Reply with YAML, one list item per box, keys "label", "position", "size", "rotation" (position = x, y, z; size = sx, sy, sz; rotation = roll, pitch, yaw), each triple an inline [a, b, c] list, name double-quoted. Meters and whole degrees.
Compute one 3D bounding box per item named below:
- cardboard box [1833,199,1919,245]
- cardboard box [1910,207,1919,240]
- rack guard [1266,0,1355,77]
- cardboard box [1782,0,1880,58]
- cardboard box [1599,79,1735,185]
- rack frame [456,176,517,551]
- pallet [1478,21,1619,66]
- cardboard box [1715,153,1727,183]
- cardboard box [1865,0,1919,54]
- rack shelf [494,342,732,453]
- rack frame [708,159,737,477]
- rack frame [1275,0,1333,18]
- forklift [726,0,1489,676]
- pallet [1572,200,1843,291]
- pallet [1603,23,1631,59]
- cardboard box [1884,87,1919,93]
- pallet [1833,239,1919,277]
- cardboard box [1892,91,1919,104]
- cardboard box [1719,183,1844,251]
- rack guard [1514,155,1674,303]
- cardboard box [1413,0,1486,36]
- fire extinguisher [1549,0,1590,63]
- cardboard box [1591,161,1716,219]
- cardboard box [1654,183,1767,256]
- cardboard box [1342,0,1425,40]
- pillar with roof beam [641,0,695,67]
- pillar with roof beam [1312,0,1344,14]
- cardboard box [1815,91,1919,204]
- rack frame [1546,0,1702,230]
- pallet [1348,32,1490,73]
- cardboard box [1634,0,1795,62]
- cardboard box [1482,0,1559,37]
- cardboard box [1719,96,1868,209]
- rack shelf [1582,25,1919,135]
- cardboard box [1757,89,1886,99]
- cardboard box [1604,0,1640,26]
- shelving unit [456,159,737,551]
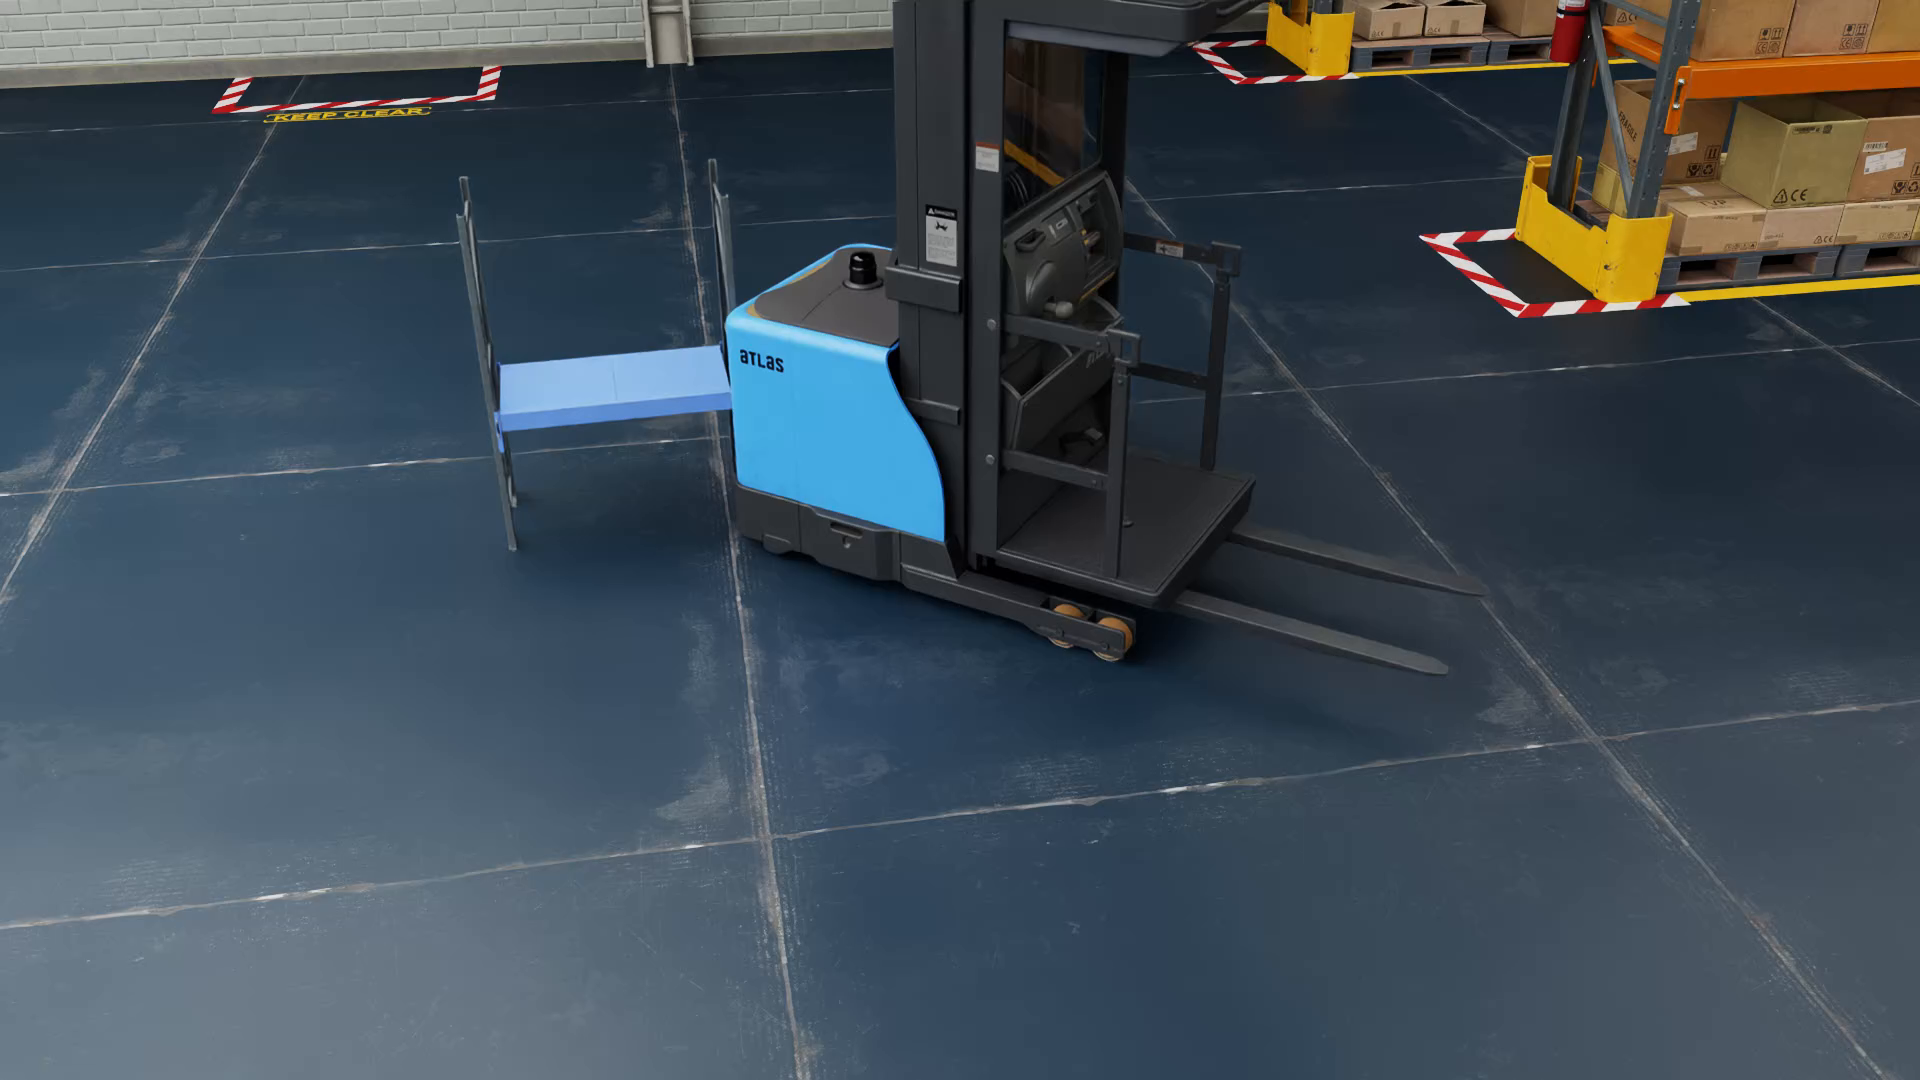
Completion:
- label: "cardboard box"
  position: [5.342, -1.987, 9.967]
  size: [0.500, 0.250, 0.500]
  rotation: [-5, 31, -9]
- label: "cardboard box"
  position: [5.835, -2.030, 10.041]
  size: [0.500, 0.250, 0.500]
  rotation: [-5, 31, -9]
- label: "rack guard"
  position: [2.970, -4.359, 14.169]
  size: [0.348, 0.500, 1.175]
  rotation: [-5, 31, -9]
- label: "cardboard box"
  position: [4.769, -3.089, 9.446]
  size: [0.500, 0.500, 0.700]
  rotation: [-5, 31, -8]
- label: "cardboard box"
  position: [4.265, -2.476, 10.060]
  size: [0.500, 0.500, 0.500]
  rotation: [-5, 31, -9]
- label: "rack frame"
  position: [-1.982, -0.723, 7.001]
  size: [0.032, 1.500, 0.500]
  rotation: [-7, 31, -11]
- label: "pallet"
  position: [4.973, -4.400, 14.525]
  size: [1.213, 0.211, 1.003]
  rotation: [-5, 31, -9]
- label: "cardboard box"
  position: [4.756, -2.203, 10.336]
  size: [0.500, 0.250, 0.500]
  rotation: [-5, 31, -9]
- label: "cardboard box"
  position: [5.258, -3.132, 9.518]
  size: [0.500, 0.500, 0.700]
  rotation: [-5, 31, -9]
- label: "rack shelf"
  position: [-1.487, -0.627, 7.191]
  size: [1.000, 0.185, 0.538]
  rotation: [-7, 31, -11]
- label: "rack frame"
  position: [-0.992, -0.840, 7.199]
  size: [0.032, 1.500, 0.500]
  rotation: [-7, 31, -11]
- label: "rack frame"
  position: [2.896, -5.429, 13.524]
  size: [0.127, 3.000, 1.000]
  rotation: [-5, 31, -9]
- label: "forklift"
  position: [0.579, -1.102, 6.233]
  size: [3.031, 2.935, 1.130]
  rotation: [16, 34, 25]
- label: "pallet"
  position: [4.536, -1.849, 10.185]
  size: [1.213, 0.211, 1.003]
  rotation: [-5, 31, -9]
- label: "pallet"
  position: [6.176, -4.513, 14.718]
  size: [1.213, 0.211, 1.003]
  rotation: [-5, 31, -9]
- label: "cardboard box"
  position: [5.739, -2.620, 10.305]
  size: [0.500, 0.500, 0.500]
  rotation: [-5, 31, -9]
- label: "pallet"
  position: [5.734, -1.958, 10.372]
  size: [1.213, 0.211, 1.003]
  rotation: [-5, 31, -9]
- label: "cardboard box"
  position: [5.835, -2.352, 9.850]
  size: [0.500, 0.500, 0.500]
  rotation: [-5, 31, -9]
- label: "cardboard box"
  position: [4.850, -1.941, 9.890]
  size: [0.500, 0.250, 0.500]
  rotation: [-5, 31, -9]
- label: "rack guard"
  position: [3.768, -1.880, 9.954]
  size: [0.348, 0.500, 1.175]
  rotation: [-5, 31, -9]
- label: "cardboard box"
  position: [4.153, -4.530, 14.214]
  size: [0.500, 0.311, 0.500]
  rotation: [-3, 31, -5]
- label: "fire extinguisher"
  position: [3.592, -3.147, 9.719]
  size: [0.183, 0.674, 0.296]
  rotation: [-5, 31, -9]
- label: "cardboard box"
  position: [4.266, -2.152, 10.249]
  size: [0.500, 0.250, 0.500]
  rotation: [-5, 31, -9]
- label: "cardboard box"
  position: [4.359, -1.894, 9.809]
  size: [0.500, 0.250, 0.500]
  rotation: [-5, 31, -9]
- label: "cardboard box"
  position: [3.592, -4.478, 14.125]
  size: [0.500, 0.311, 0.500]
  rotation: [-9, 32, -15]
- label: "pillar with roof beam"
  position: [-1.698, -5.816, 8.264]
  size: [0.400, 9.000, 9.100]
  rotation: [-5, 31, -9]
- label: "pillar with roof beam"
  position: [4.204, -6.364, 9.195]
  size: [0.400, 9.000, 9.100]
  rotation: [-5, 31, -9]
- label: "cardboard box"
  position: [5.340, -2.316, 9.787]
  size: [0.500, 0.500, 0.500]
  rotation: [-5, 31, -9]
- label: "rack frame"
  position: [3.792, -2.960, 9.324]
  size: [0.127, 3.000, 1.000]
  rotation: [-5, 31, -9]
- label: "pallet"
  position: [3.776, -4.291, 14.339]
  size: [1.213, 0.211, 1.003]
  rotation: [-5, 31, -9]
- label: "cardboard box"
  position: [4.253, -3.039, 9.361]
  size: [0.500, 0.500, 0.700]
  rotation: [-5, 31, -9]
- label: "cardboard box"
  position: [4.884, -4.654, 14.237]
  size: [0.500, 0.500, 0.700]
  rotation: [-7, 31, -12]
- label: "cardboard box"
  position: [4.851, -2.263, 9.699]
  size: [0.500, 0.500, 0.500]
  rotation: [-5, 31, -9]
- label: "rack shelf"
  position: [5.759, -2.832, 9.817]
  size: [4.000, 0.370, 1.077]
  rotation: [-5, 31, -9]
- label: "cardboard box"
  position: [5.246, -2.575, 10.228]
  size: [0.500, 0.500, 0.500]
  rotation: [-5, 31, -9]
- label: "cardboard box"
  position: [5.817, -4.792, 14.472]
  size: [0.500, 0.500, 0.500]
  rotation: [-8, 31, -13]
- label: "shelving unit"
  position: [-1.487, -0.782, 7.100]
  size: [1.048, 1.500, 0.538]
  rotation: [-7, 31, -11]
